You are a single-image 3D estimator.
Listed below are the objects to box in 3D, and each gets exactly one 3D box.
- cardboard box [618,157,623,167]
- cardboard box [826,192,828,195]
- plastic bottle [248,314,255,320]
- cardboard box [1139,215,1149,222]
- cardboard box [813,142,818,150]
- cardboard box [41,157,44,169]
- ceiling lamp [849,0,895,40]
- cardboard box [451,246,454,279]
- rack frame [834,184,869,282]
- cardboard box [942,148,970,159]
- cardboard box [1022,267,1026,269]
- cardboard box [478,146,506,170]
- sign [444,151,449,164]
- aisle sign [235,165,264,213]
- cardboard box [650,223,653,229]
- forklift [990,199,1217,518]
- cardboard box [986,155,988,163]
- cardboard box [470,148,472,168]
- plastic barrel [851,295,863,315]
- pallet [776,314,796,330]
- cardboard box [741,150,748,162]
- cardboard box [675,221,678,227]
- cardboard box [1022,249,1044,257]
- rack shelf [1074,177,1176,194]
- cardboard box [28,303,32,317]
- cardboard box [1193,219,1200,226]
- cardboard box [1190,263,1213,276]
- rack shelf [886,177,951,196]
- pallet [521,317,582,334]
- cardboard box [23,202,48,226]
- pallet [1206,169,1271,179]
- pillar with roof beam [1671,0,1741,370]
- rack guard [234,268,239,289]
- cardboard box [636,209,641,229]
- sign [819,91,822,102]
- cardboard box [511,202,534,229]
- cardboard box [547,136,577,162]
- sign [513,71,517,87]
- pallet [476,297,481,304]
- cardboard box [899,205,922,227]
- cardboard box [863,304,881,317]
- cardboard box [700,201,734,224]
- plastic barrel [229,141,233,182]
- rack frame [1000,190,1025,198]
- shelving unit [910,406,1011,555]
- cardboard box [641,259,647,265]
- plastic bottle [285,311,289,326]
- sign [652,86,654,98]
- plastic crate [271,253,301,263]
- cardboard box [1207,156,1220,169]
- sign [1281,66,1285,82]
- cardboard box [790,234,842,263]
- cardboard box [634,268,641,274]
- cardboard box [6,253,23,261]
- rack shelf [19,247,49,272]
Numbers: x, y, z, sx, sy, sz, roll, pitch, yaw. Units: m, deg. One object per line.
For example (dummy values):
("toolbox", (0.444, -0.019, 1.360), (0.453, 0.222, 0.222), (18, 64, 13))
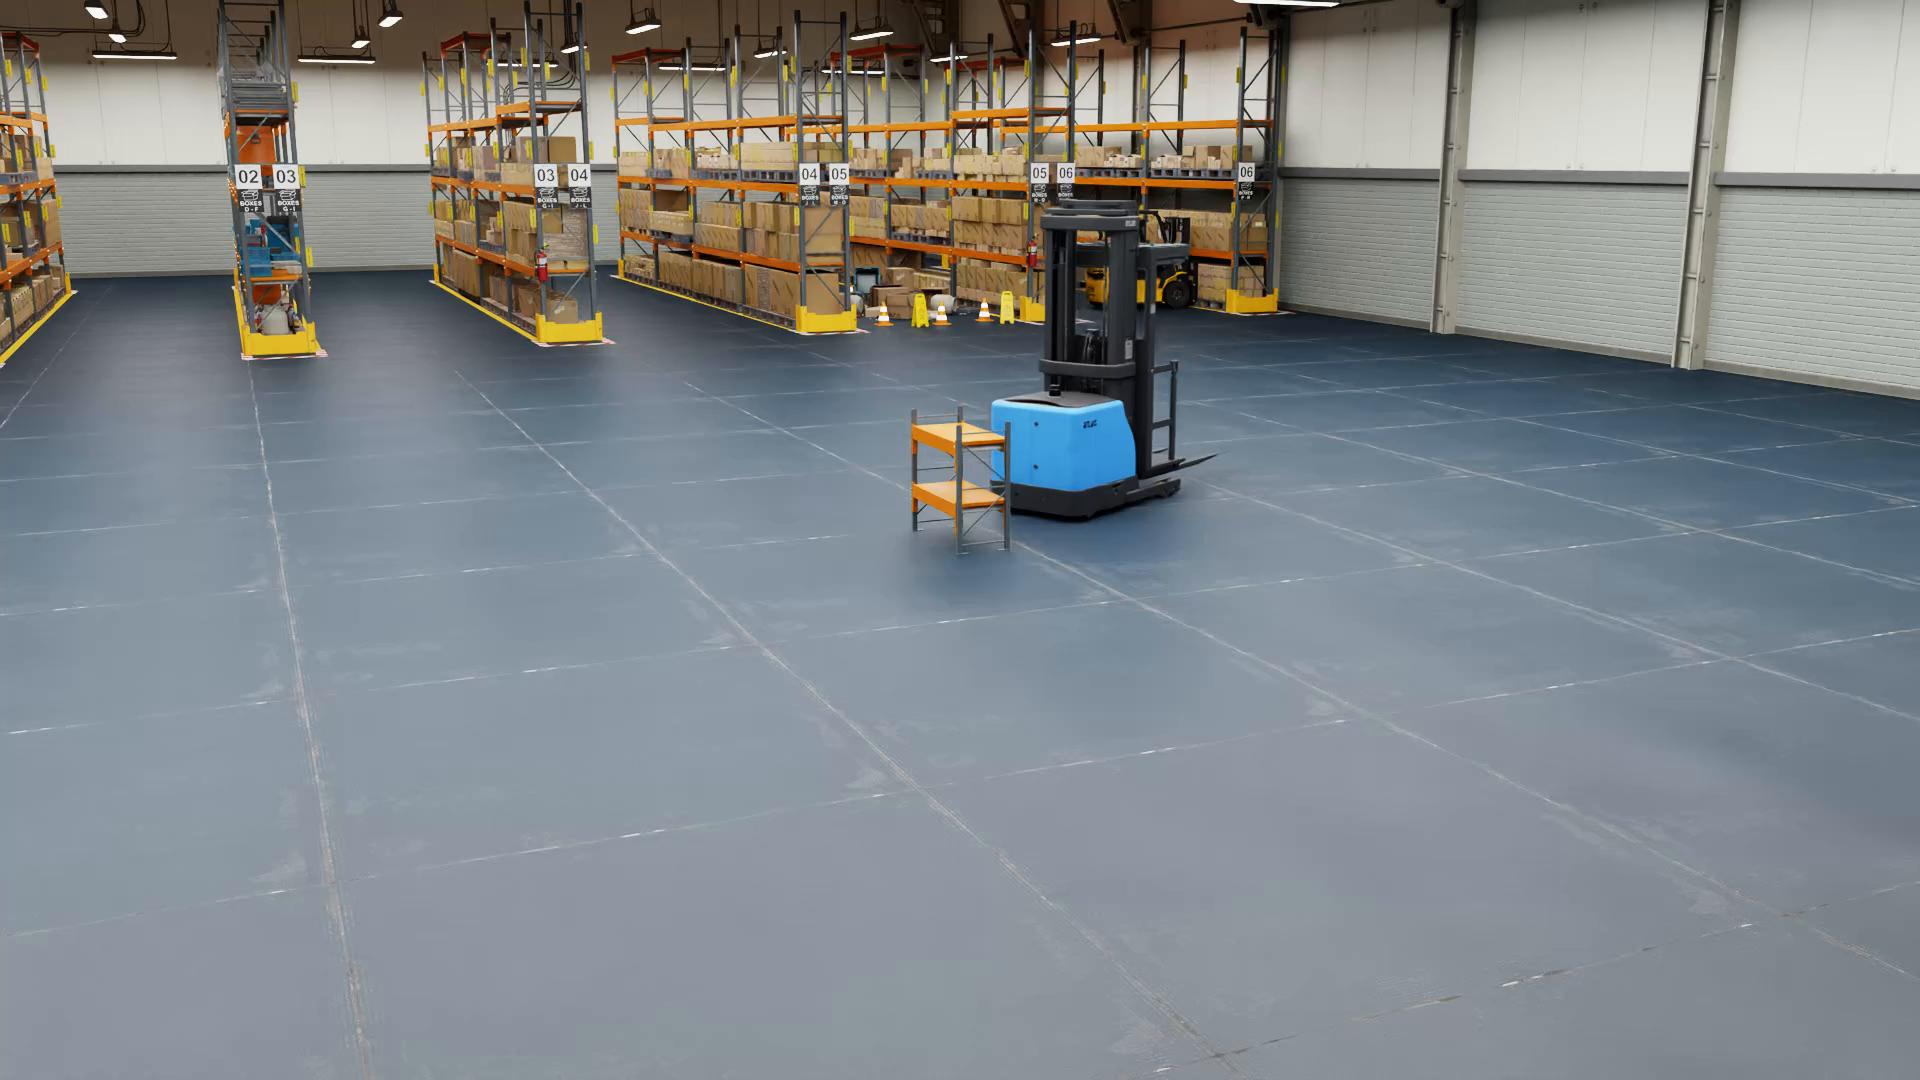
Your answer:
("cardboard box", (-9.098, -10.403, 45.736), (0.500, 0.250, 0.500), (-5, 14, -22))
("cardboard box", (-3.454, -9.532, 45.525), (0.380, 0.149, 0.250), (-6, 14, -23))
("plastic bottle", (-13.022, -4.017, 30.641), (0.152, 0.276, 0.135), (-6, 14, -25))
("cardboard box", (4.469, -7.740, 40.001), (0.380, 0.149, 0.250), (-5, 14, -21))
("cardboard box", (-2.674, -7.765, 32.750), (0.380, 0.149, 0.250), (-6, 14, -24))
("cardboard box", (-21.459, -8.702, 38.387), (0.500, 0.250, 0.500), (-6, 14, -23))
("ceiling lamp", (-1.685, -12.417, 35.619), (0.800, 3.185, 2.000), (-6, 14, -23))
("cardboard box", (-12.574, -7.133, 42.816), (0.875, 0.875, 0.875), (-6, 14, -23))
("rack frame", (-2.942, -8.529, 45.068), (1.000, 3.000, 0.127), (-6, 14, -23))
("cardboard box", (-0.086, -8.821, 37.969), (0.500, 0.250, 0.500), (-5, 14, -22))
("cardboard box", (1.378, -5.688, 36.299), (0.500, 0.500, 0.500), (-5, 14, -22))
("cardboard box", (-10.060, -8.232, 35.803), (0.500, 0.500, 0.500), (-6, 14, -25))
("sign", (-12.530, -9.335, 40.577), (0.100, 0.325, 0.005), (-6, 14, -23))
("aisle sign", (-11.997, -5.932, 28.082), (0.394, 0.787, 0.004), (-6, 14, -23))
("cardboard box", (-7.701, -8.020, 42.495), (0.380, 0.149, 0.250), (-6, 14, -26))
("forklift", (1.581, -1.909, 16.618), (1.130, 2.935, 3.031), (10, 16, 36))
("cardboard box", (0.788, -8.195, 35.762), (0.380, 0.149, 0.250), (-5, 14, -22))
("cardboard box", (-10.730, -8.643, 37.749), (0.797, 0.503, 0.637), (-5, 14, -20))
("plastic barrel", (-2.372, -5.057, 35.781), (0.512, 0.421, 0.421), (4, 14, 16))
("pallet", (-3.022, -4.381, 33.331), (1.003, 0.211, 1.213), (-6, 14, -23))
("cardboard box", (-4.293, -8.068, 34.945), (0.500, 0.250, 0.500), (-6, 14, -23))
("cardboard box", (-6.666, -7.632, 40.157), (0.380, 0.149, 0.250), (-5, 14, -22))
("cardboard box", (1.519, -5.985, 34.634), (0.380, 0.149, 0.250), (-5, 14, -21))
("rack shelf", (4.008, -8.849, 41.395), (1.077, 0.370, 4.000), (-6, 14, -23))
("cardboard box", (-18.854, -4.585, 33.196), (0.500, 0.250, 0.500), (-6, 14, -24))
("cardboard box", (5.480, -7.172, 37.547), (0.380, 0.149, 0.250), (-6, 14, -23))
("cardboard box", (5.520, -6.126, 37.635), (0.500, 0.250, 0.500), (-5, 14, -22))
("rack shelf", (-0.539, -8.400, 39.454), (1.077, 0.370, 4.000), (-6, 14, -23))
("pallet", (-8.024, -4.234, 32.697), (1.003, 0.211, 1.213), (-6, 14, -23))
("cardboard box", (-21.031, -7.398, 37.744), (0.500, 0.500, 0.500), (-5, 14, -21))
("pallet", (6.152, -8.065, 36.609), (1.003, 0.211, 1.213), (-6, 14, -23))
("pillar with roof beam", (7.821, -6.779, 24.201), (9.100, 9.000, 0.400), (-6, 14, -23))
("rack guard", (-18.184, -6.799, 43.136), (1.175, 0.500, 0.348), (-6, 14, -23))
("cardboard box", (-8.295, -8.539, 44.231), (0.500, 0.500, 0.500), (-6, 14, -23))
("sign", (-4.041, -12.818, 48.047), (0.100, 0.325, 0.005), (-6, 14, -23))
("cardboard box", (-8.469, -6.339, 32.508), (0.500, 0.500, 0.500), (-6, 14, -23))
("cardboard box", (-7.562, -7.384, 31.479), (0.500, 0.500, 0.500), (-6, 14, -23))
("sign", (-9.927, -10.275, 37.059), (0.100, 0.325, 0.005), (-6, 14, -23))
("pallet", (-10.667, -5.618, 38.677), (1.003, 0.211, 1.213), (-6, 14, -23))
("cardboard box", (-1.156, -7.880, 40.450), (0.500, 0.500, 0.500), (-5, 14, -20))
("cardboard box", (-1.856, -4.887, 35.397), (0.396, 0.266, 0.258), (-3, 13, -13))
("cardboard box", (-5.664, -7.677, 38.946), (0.700, 0.500, 0.500), (-6, 14, -23))
("plastic barrel", (-14.282, -7.595, 33.268), (0.600, 0.901, 0.708), (-6, 14, -23))
("rack frame", (1.605, -8.978, 47.008), (1.000, 3.000, 0.127), (-6, 14, -23))
("shelving unit", (-0.003, -0.549, 14.749), (0.538, 1.125, 1.048), (-6, 14, -23))
("cardboard box", (-8.289, -7.425, 44.368), (0.380, 0.149, 0.250), (-6, 14, -26))
("plastic bottle", (-12.663, -4.167, 31.272), (0.061, 0.283, 0.133), (-6, 14, -23))
("sign", (-8.523, -12.388, 46.015), (0.100, 0.325, 0.005), (-6, 14, -23))
("plastic crate", (-12.664, -5.257, 31.261), (0.499, 0.251, 0.616), (-6, 14, -23))
("cardboard box", (5.700, -8.344, 36.762), (0.396, 0.266, 0.258), (-6, 14, -23))
("sign", (6.923, -10.002, 35.707), (0.100, 0.325, 0.005), (-6, 14, -23))
("cardboard box", (-2.820, -5.727, 32.630), (0.875, 0.550, 0.550), (-6, 14, -23))
("cardboard box", (-8.626, -7.302, 45.159), (0.380, 0.149, 0.250), (-6, 14, -26))
("cardboard box", (-18.885, -5.630, 33.100), (0.380, 0.149, 0.250), (-6, 14, -23))
("rack shelf", (-20.299, -5.976, 35.633), (1.077, 0.370, 4.000), (-6, 14, -23))
